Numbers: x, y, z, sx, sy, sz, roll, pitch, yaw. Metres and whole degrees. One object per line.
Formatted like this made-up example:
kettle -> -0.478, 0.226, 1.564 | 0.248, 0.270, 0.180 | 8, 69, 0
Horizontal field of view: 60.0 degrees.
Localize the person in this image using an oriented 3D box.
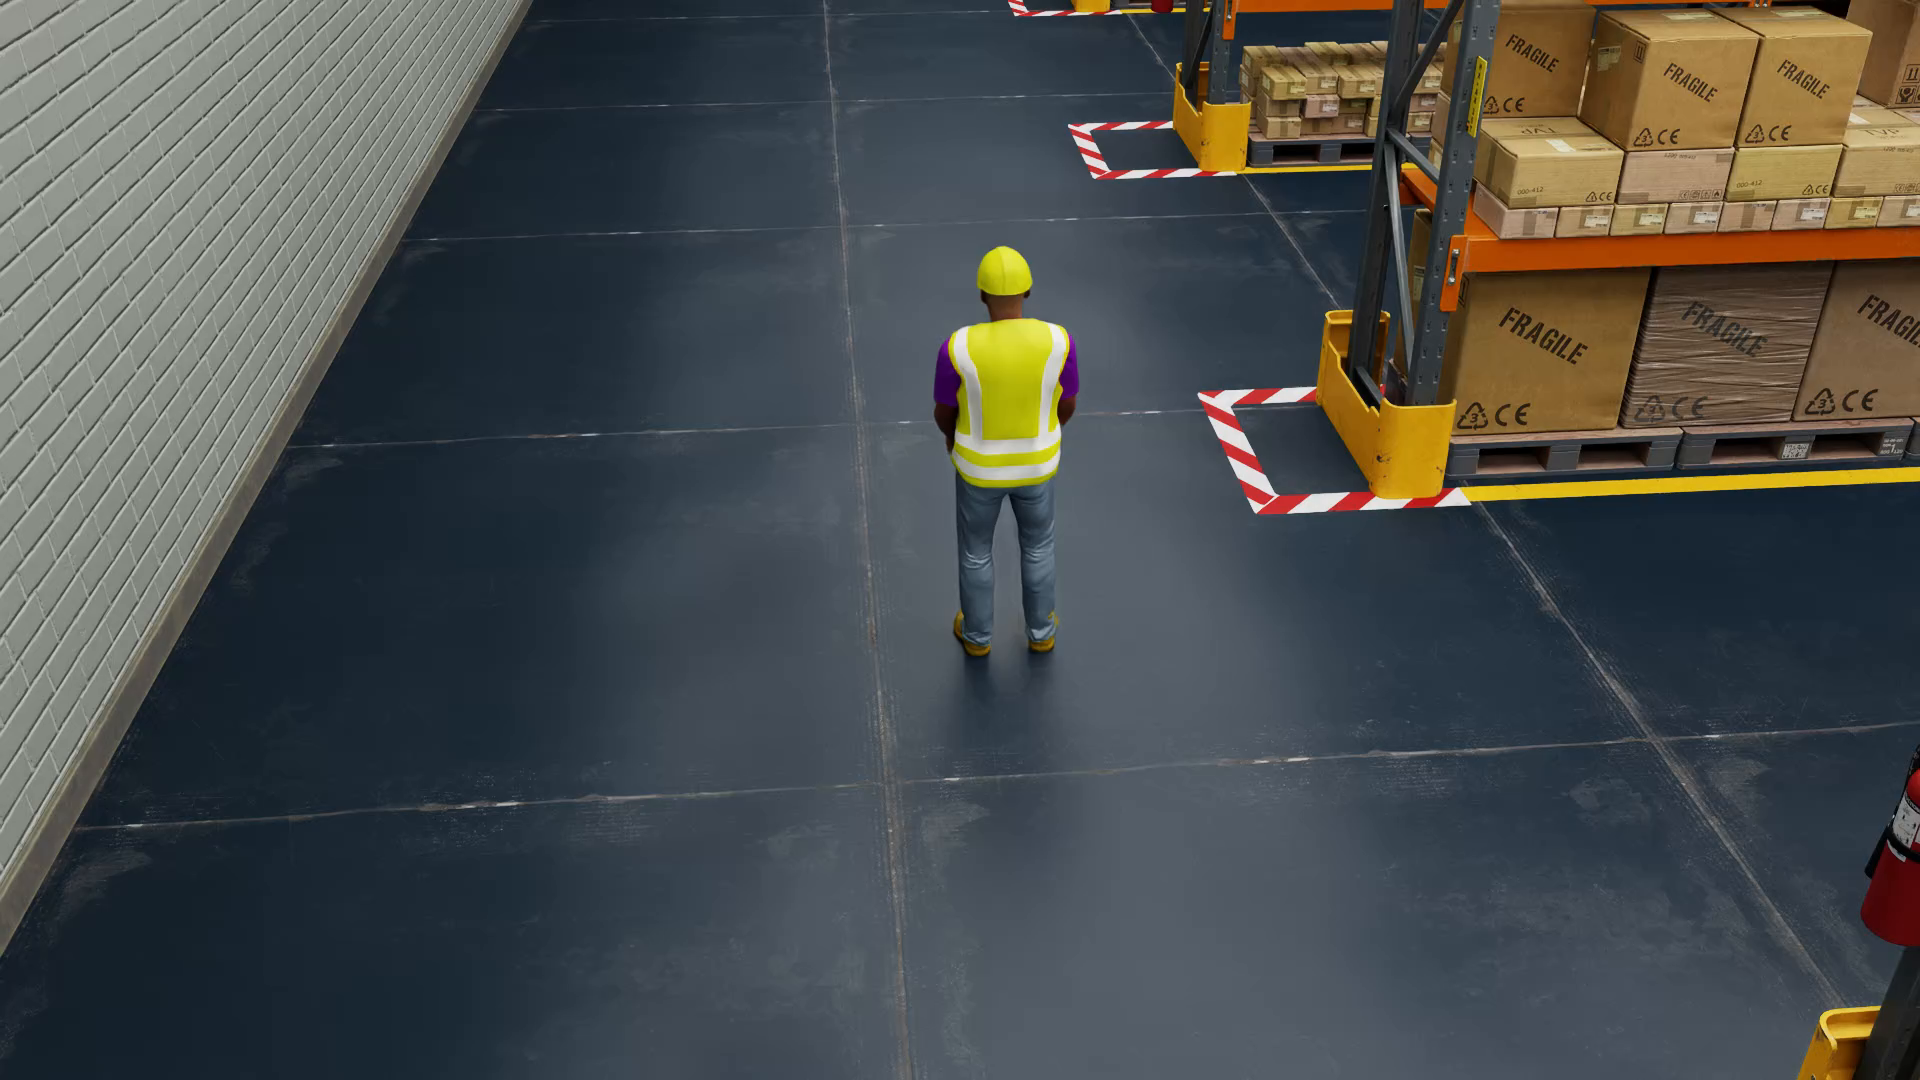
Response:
person -> 0.175, -0.334, 6.667 | 0.572, 1.767, 0.470 | -3, 31, -5
